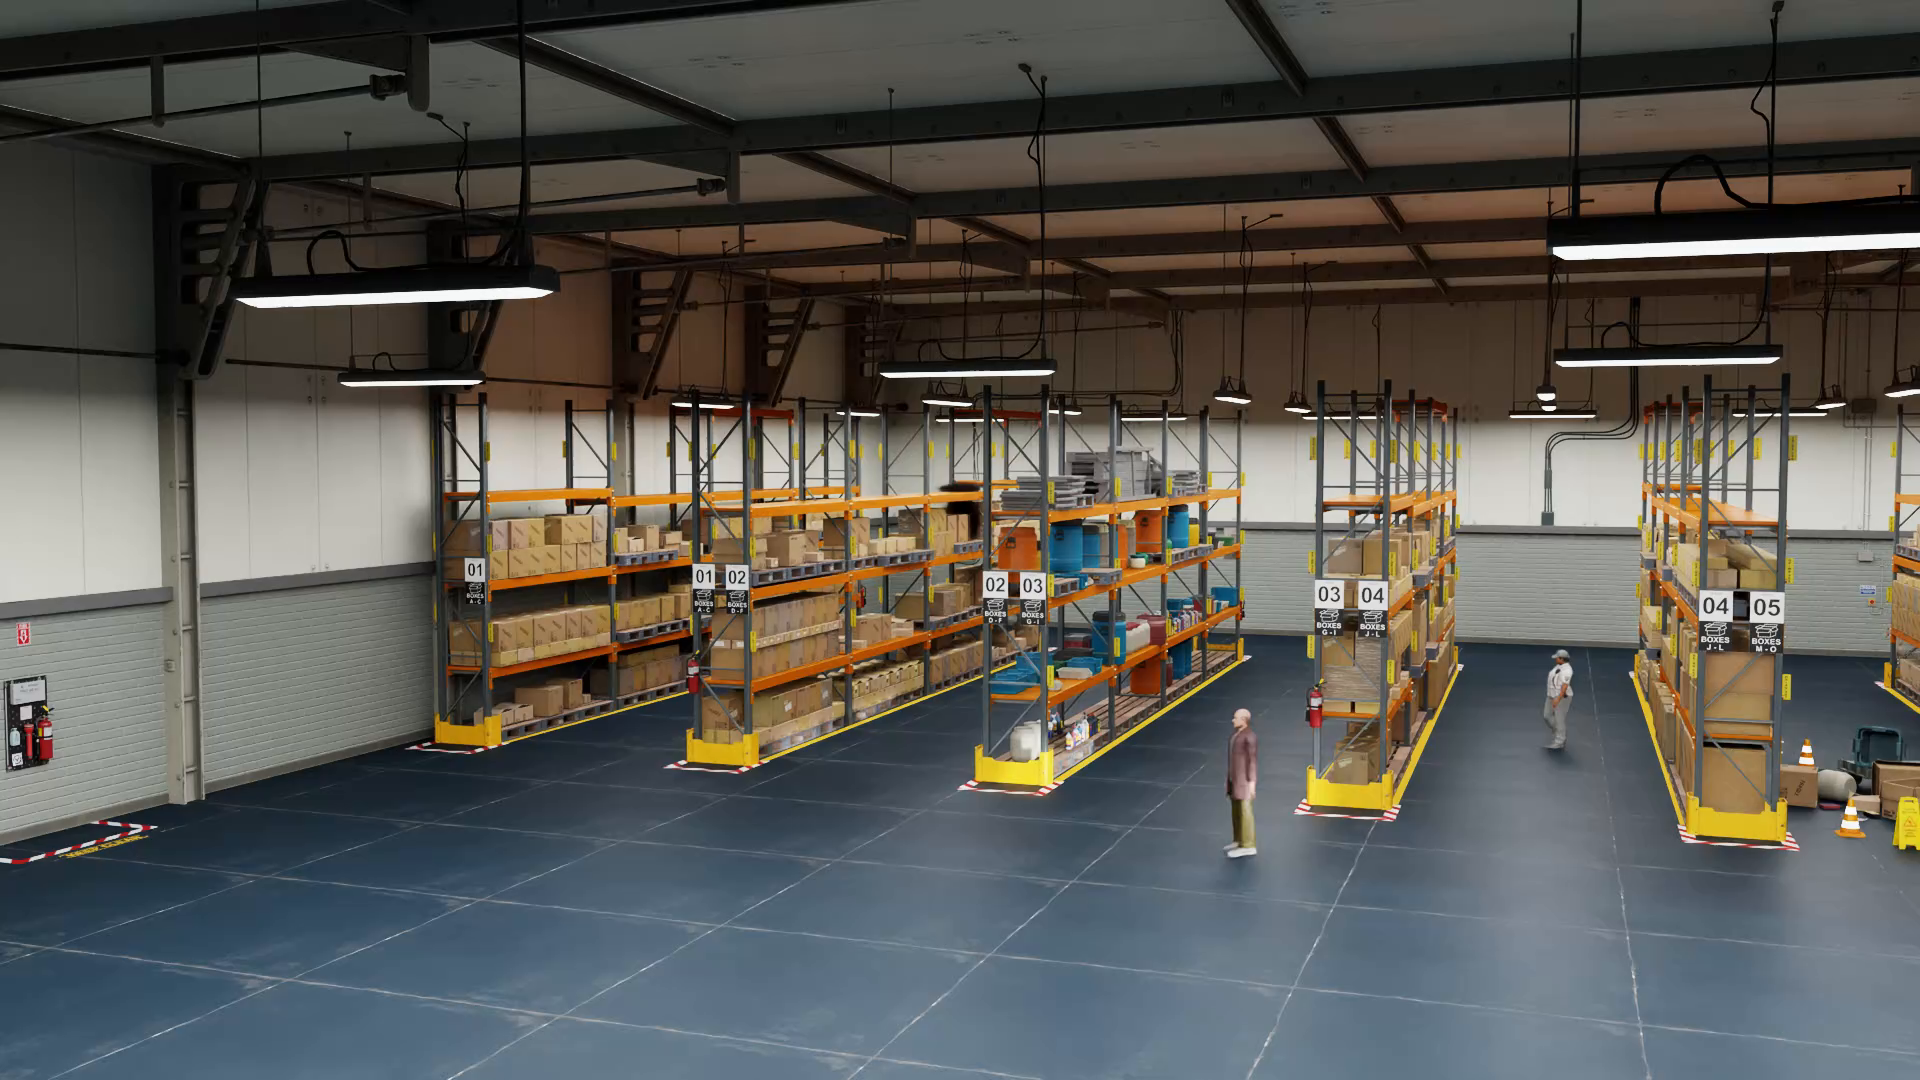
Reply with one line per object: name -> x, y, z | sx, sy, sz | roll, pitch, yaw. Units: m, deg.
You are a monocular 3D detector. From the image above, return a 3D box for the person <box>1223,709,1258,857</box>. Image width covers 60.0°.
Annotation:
person -> 3.454, 3.004, 20.734 | 0.450, 1.787, 0.632 | -1, 3, -16

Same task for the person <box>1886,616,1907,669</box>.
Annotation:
person -> 21.404, 2.160, 37.967 | 0.449, 1.665, 0.554 | 0, 3, -1

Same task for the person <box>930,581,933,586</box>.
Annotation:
person -> -0.789, 1.857, 40.030 | 0.566, 1.736, 1.014 | 1, 3, 22

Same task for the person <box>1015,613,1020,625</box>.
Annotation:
person -> 1.742, 1.821, 44.695 | 0.522, 1.608, 0.979 | -1, 3, -20

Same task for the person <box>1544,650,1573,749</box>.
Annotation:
person -> 10.110, 2.700, 28.123 | 0.447, 1.708, 0.556 | 0, 3, -8
